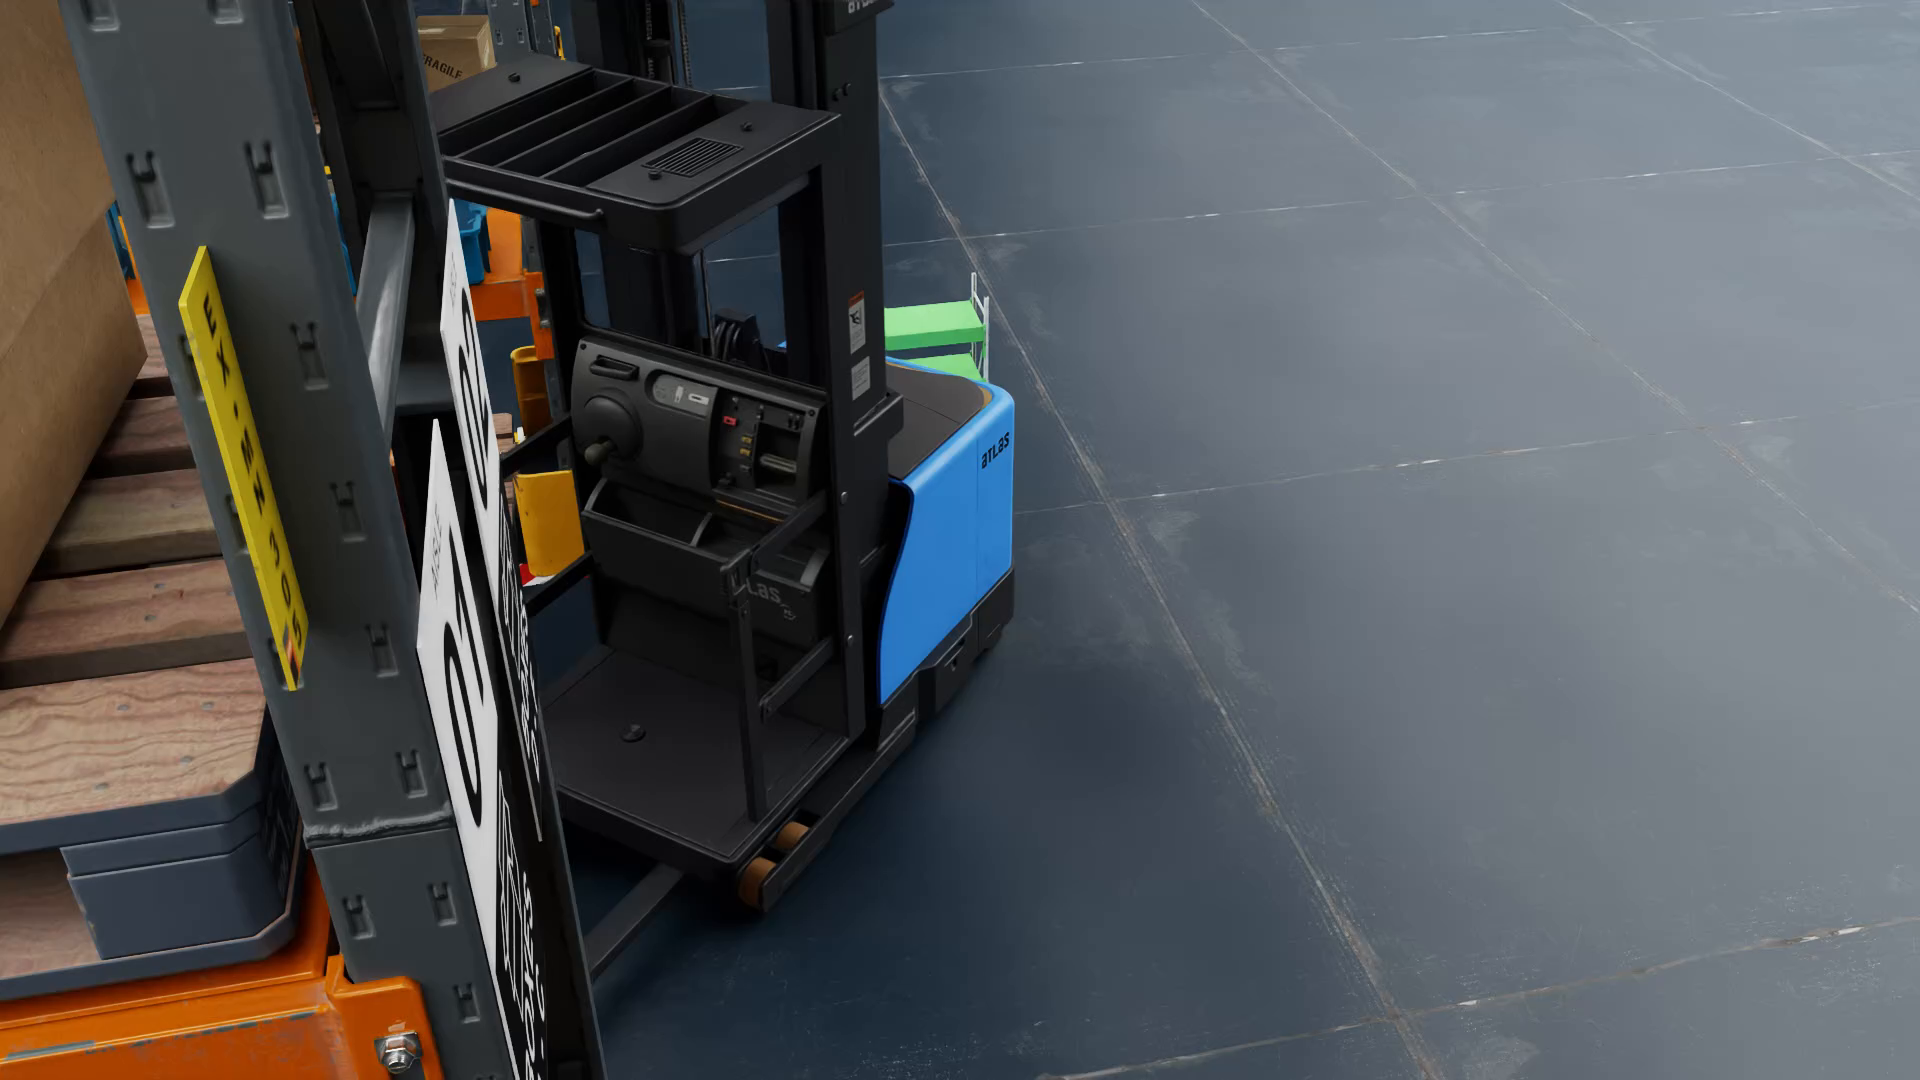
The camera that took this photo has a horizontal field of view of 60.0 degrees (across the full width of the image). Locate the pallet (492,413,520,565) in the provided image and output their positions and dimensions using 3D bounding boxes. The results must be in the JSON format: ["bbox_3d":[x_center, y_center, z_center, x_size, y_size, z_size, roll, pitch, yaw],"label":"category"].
[{"bbox_3d":[-2.569,-0.165,7.306,1.213,0.211,1.003,-7,35,-11],"label":"pallet"}]

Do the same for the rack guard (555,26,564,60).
[{"bbox_3d":[-2.878,-3.099,11.420,0.348,0.500,1.175,-7,35,-11],"label":"rack guard"}]

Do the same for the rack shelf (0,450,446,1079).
[{"bbox_3d":[-2.573,0.537,1.711,4.000,0.370,1.077,-7,35,-11],"label":"rack shelf"}]

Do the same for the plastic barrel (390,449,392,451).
[{"bbox_3d":[-2.337,-0.473,7.119,0.421,0.512,0.421,0,34,0],"label":"plastic barrel"}]

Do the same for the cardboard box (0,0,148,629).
[{"bbox_3d":[-1.184,-0.215,1.591,0.637,0.503,0.797,-5,34,-7],"label":"cardboard box"}]

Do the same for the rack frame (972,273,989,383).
[{"bbox_3d":[0.081,-0.512,6.933,0.015,1.200,0.240,-7,35,-10],"label":"rack frame"}]

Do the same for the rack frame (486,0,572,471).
[{"bbox_3d":[-1.712,-1.455,6.726,0.127,3.000,1.000,-7,35,-11],"label":"rack frame"}]

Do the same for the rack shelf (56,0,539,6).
[{"bbox_3d":[-4.755,-3.602,10.571,4.000,0.370,1.077,-7,35,-11],"label":"rack shelf"}]

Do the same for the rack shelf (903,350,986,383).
[{"bbox_3d":[-0.157,-0.628,6.791,0.480,0.148,0.258,-7,35,-10],"label":"rack shelf"}]

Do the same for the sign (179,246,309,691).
[{"bbox_3d":[-0.516,-0.046,1.211,0.005,0.325,0.100,-7,35,-11],"label":"sign"}]

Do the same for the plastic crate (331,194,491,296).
[{"bbox_3d":[-2.134,-1.169,6.433,0.616,0.251,0.499,-7,35,-11],"label":"plastic crate"}]

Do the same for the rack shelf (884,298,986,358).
[{"bbox_3d":[-0.158,-0.827,6.656,0.480,0.148,0.258,-7,35,-10],"label":"rack shelf"}]

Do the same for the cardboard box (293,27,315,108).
[{"bbox_3d":[-4.607,-3.056,10.979,0.500,0.500,0.500,-4,34,-6],"label":"cardboard box"}]

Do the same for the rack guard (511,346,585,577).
[{"bbox_3d":[-1.775,-0.382,7.370,0.348,0.500,1.175,-7,35,-11],"label":"rack guard"}]

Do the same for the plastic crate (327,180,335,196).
[{"bbox_3d":[-2.655,-1.410,6.896,0.250,0.136,0.298,-7,35,-11],"label":"plastic crate"}]

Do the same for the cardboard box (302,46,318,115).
[{"bbox_3d":[-3.992,-3.123,11.079,0.500,0.500,0.500,1,34,2],"label":"cardboard box"}]

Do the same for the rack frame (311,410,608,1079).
[{"bbox_3d":[-0.622,1.238,2.713,0.127,3.000,1.000,-7,35,-11],"label":"rack frame"}]

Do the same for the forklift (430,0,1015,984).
[{"bbox_3d":[-0.944,-0.300,5.067,1.130,2.935,3.031,17,38,24],"label":"forklift"}]

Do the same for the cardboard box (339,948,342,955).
[{"bbox_3d":[-1.132,0.715,2.239,0.500,0.500,0.700,-7,35,-10],"label":"cardboard box"}]

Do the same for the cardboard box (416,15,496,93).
[{"bbox_3d":[-3.417,-3.215,11.216,0.500,0.500,0.500,-1,34,-2],"label":"cardboard box"}]

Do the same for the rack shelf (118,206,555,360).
[{"bbox_3d":[-3.662,-0.910,6.560,4.000,0.370,1.077,-7,35,-11],"label":"rack shelf"}]

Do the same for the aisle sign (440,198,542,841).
[{"bbox_3d":[-0.626,-0.016,2.249,0.004,0.787,0.394,-7,35,-11],"label":"aisle sign"}]

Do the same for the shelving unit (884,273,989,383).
[{"bbox_3d":[-0.157,-0.482,6.889,0.503,1.200,0.258,-7,35,-10],"label":"shelving unit"}]

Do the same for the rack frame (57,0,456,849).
[{"bbox_3d":[-0.622,-1.253,1.042,0.127,3.000,1.000,-7,35,-11],"label":"rack frame"}]

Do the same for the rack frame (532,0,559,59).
[{"bbox_3d":[-2.804,-4.146,10.737,0.127,3.000,1.000,-7,35,-11],"label":"rack frame"}]

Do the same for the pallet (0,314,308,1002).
[{"bbox_3d":[-1.318,0.102,1.793,1.213,0.211,1.003,-7,35,-11],"label":"pallet"}]

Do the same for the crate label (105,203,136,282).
[{"bbox_3d":[-3.447,-1.096,6.160,0.616,0.435,0.502,-7,35,-11],"label":"crate label"}]

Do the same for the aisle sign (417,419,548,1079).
[{"bbox_3d":[-0.494,0.310,1.763,0.004,0.787,0.394,-7,35,-11],"label":"aisle sign"}]

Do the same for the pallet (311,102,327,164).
[{"bbox_3d":[-4.866,-2.751,11.159,1.213,0.211,1.003,-7,35,-11],"label":"pallet"}]
